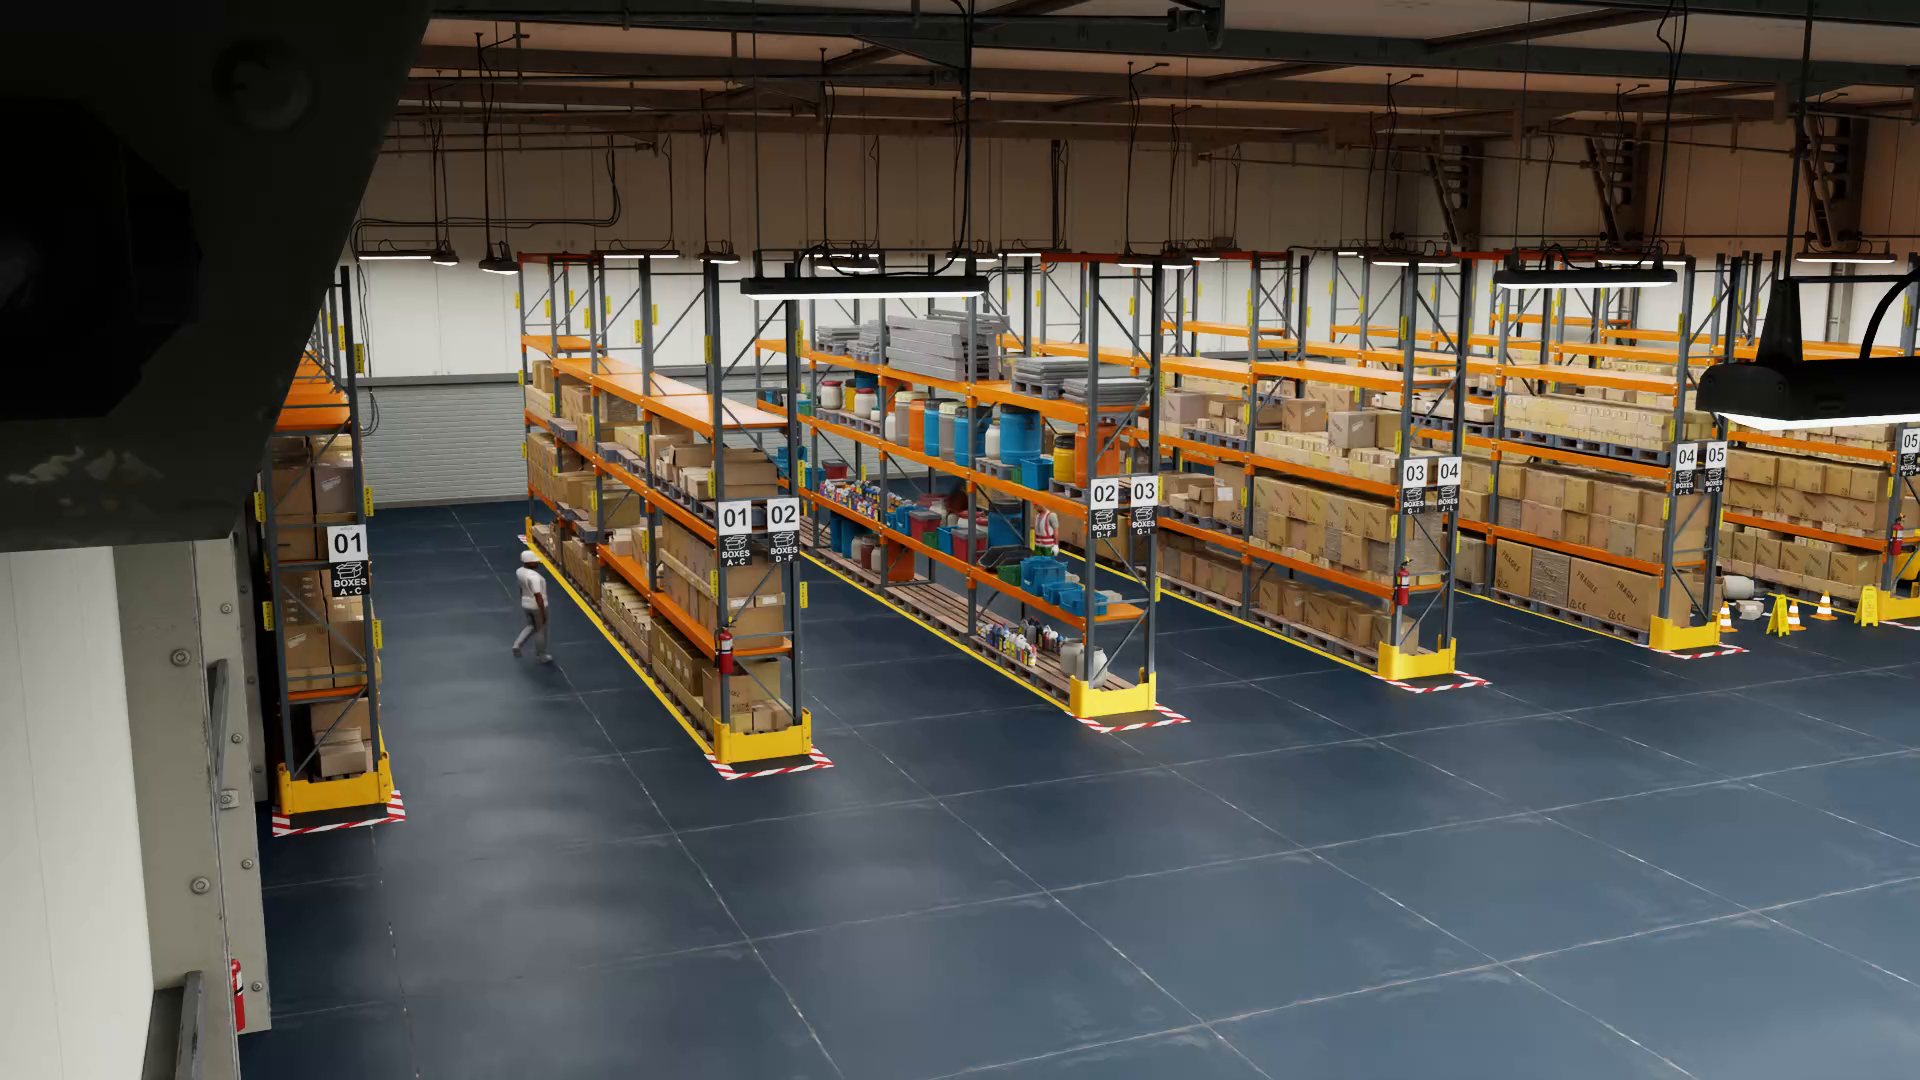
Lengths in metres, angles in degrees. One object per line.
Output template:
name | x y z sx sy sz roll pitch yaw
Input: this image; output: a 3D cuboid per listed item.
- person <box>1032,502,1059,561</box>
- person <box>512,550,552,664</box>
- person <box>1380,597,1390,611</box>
person | 1.462 0.129 28.514 0.551 1.798 0.385 7 12 33
person | -6.356 0.998 24.759 0.606 1.749 0.683 9 14 41
person | 7.058 0.507 27.666 0.360 1.695 0.487 0 10 2
